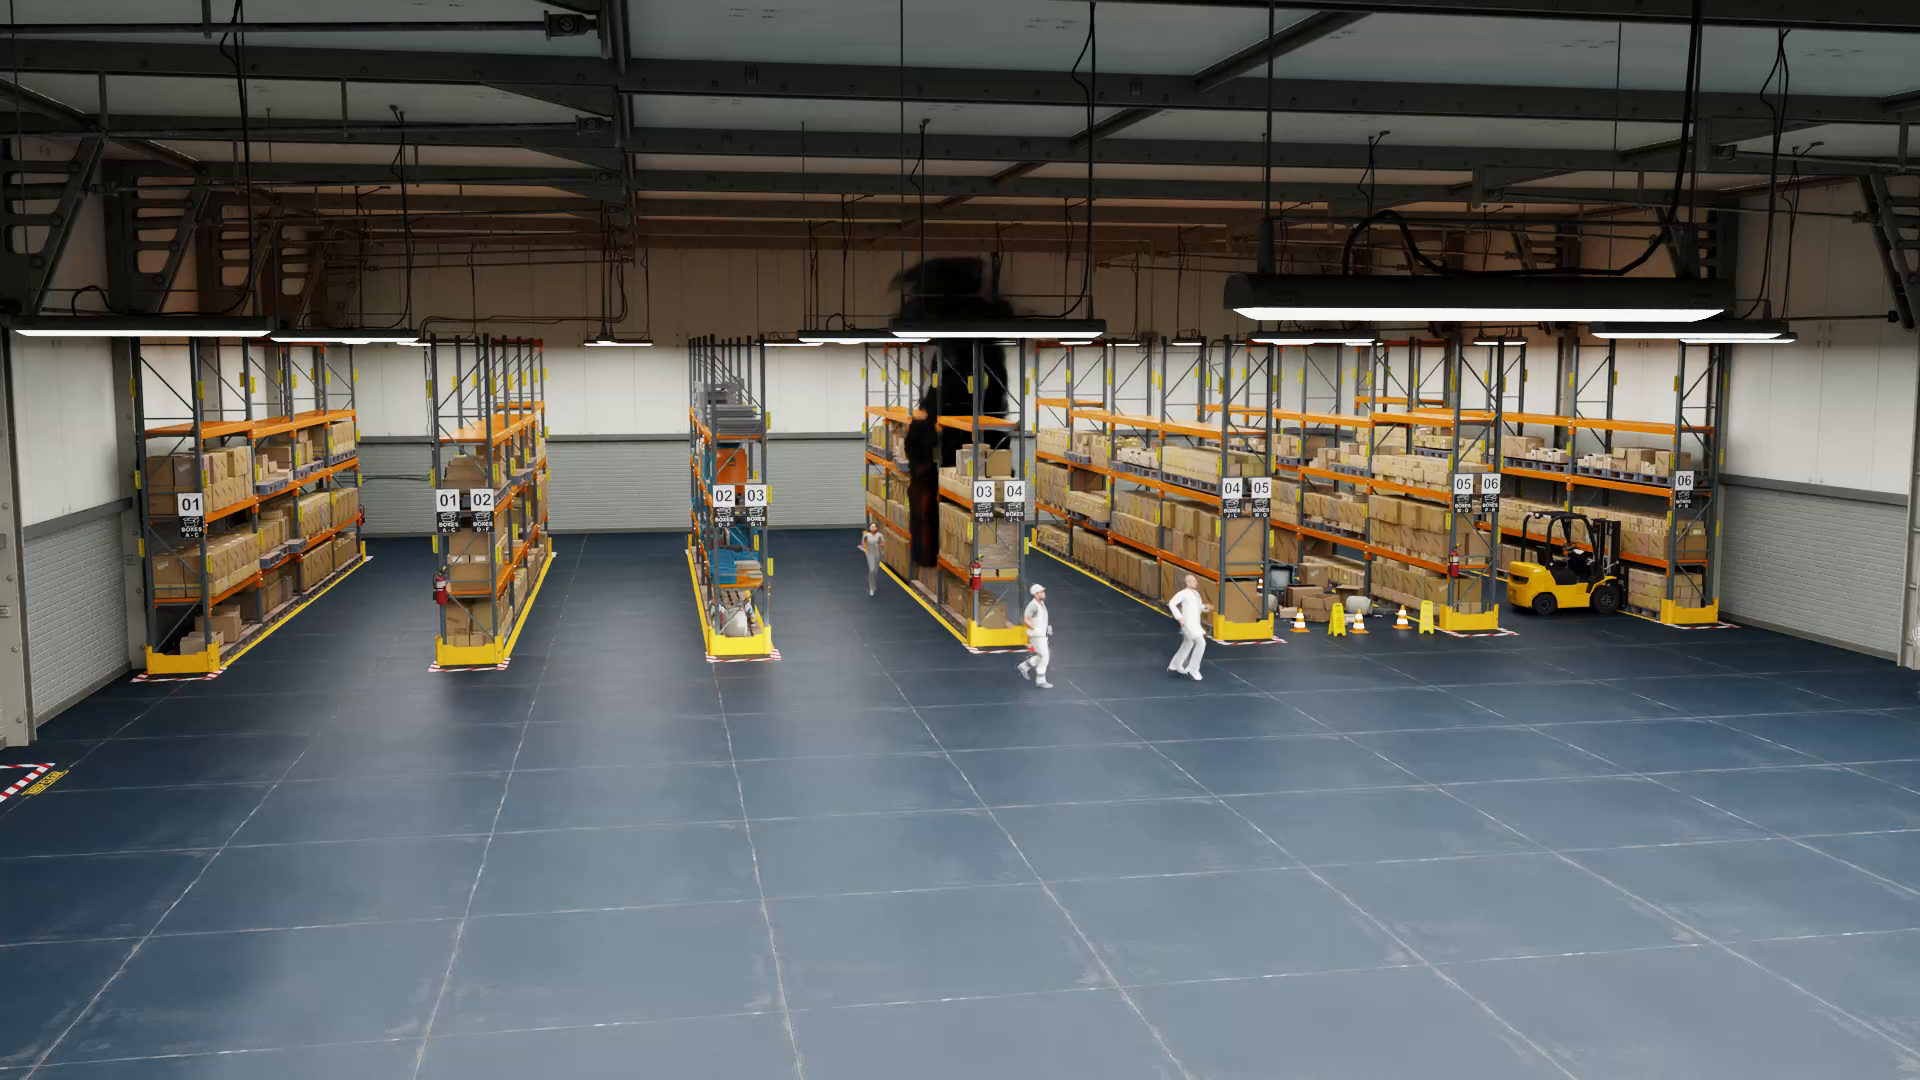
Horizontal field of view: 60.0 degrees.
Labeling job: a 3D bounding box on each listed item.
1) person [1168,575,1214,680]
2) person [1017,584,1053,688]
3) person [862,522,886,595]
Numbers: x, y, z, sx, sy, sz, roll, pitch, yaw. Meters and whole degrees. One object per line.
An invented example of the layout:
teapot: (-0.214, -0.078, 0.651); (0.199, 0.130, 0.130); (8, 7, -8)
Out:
person: (4.025, 1.528, 29.022); (0.820, 1.843, 0.674); (3, 7, 26)
person: (1.259, 1.623, 28.239); (0.666, 1.755, 0.668); (3, 7, 21)
person: (-2.013, 0.429, 39.109); (0.539, 1.731, 0.761); (-1, 7, -11)
